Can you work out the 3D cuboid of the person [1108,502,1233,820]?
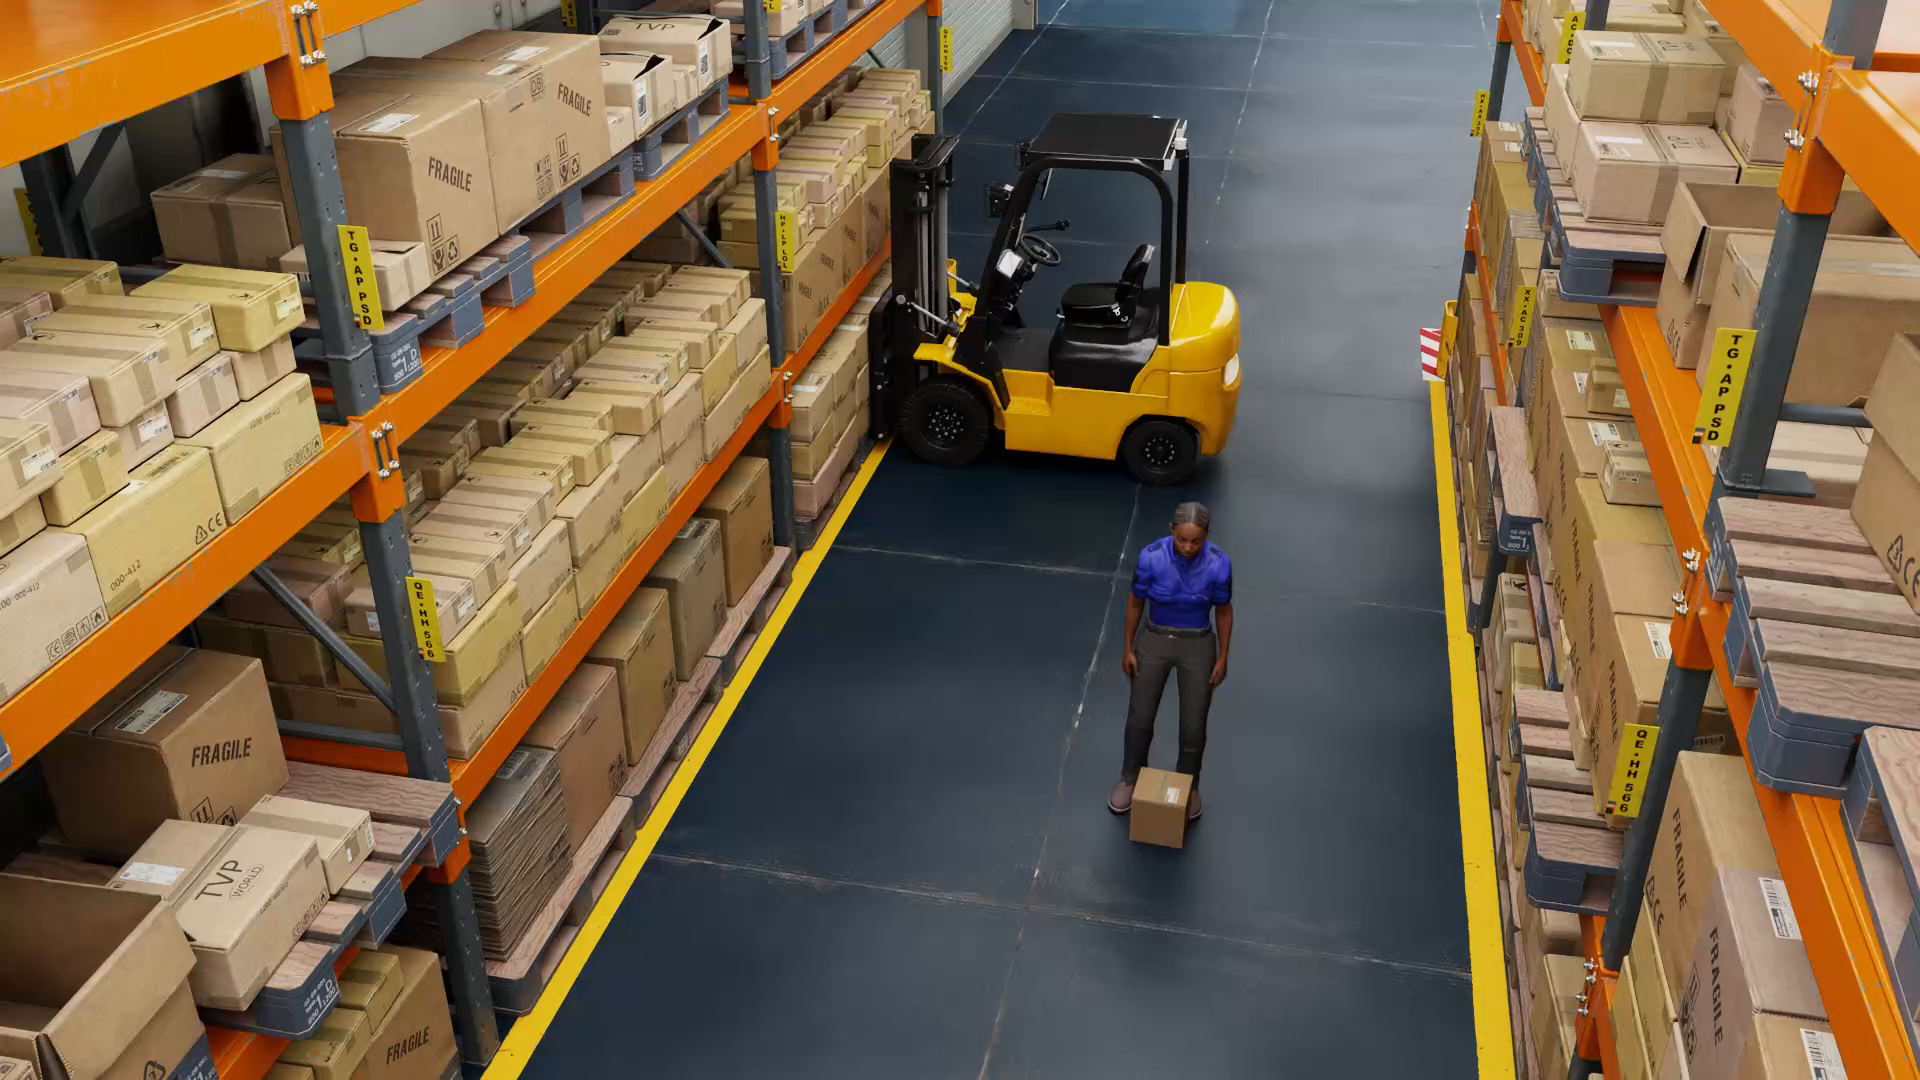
[{"bbox_3d":[0.984,0.528,7.664,0.515,1.653,0.349,5,29,8],"label":"person"}]
